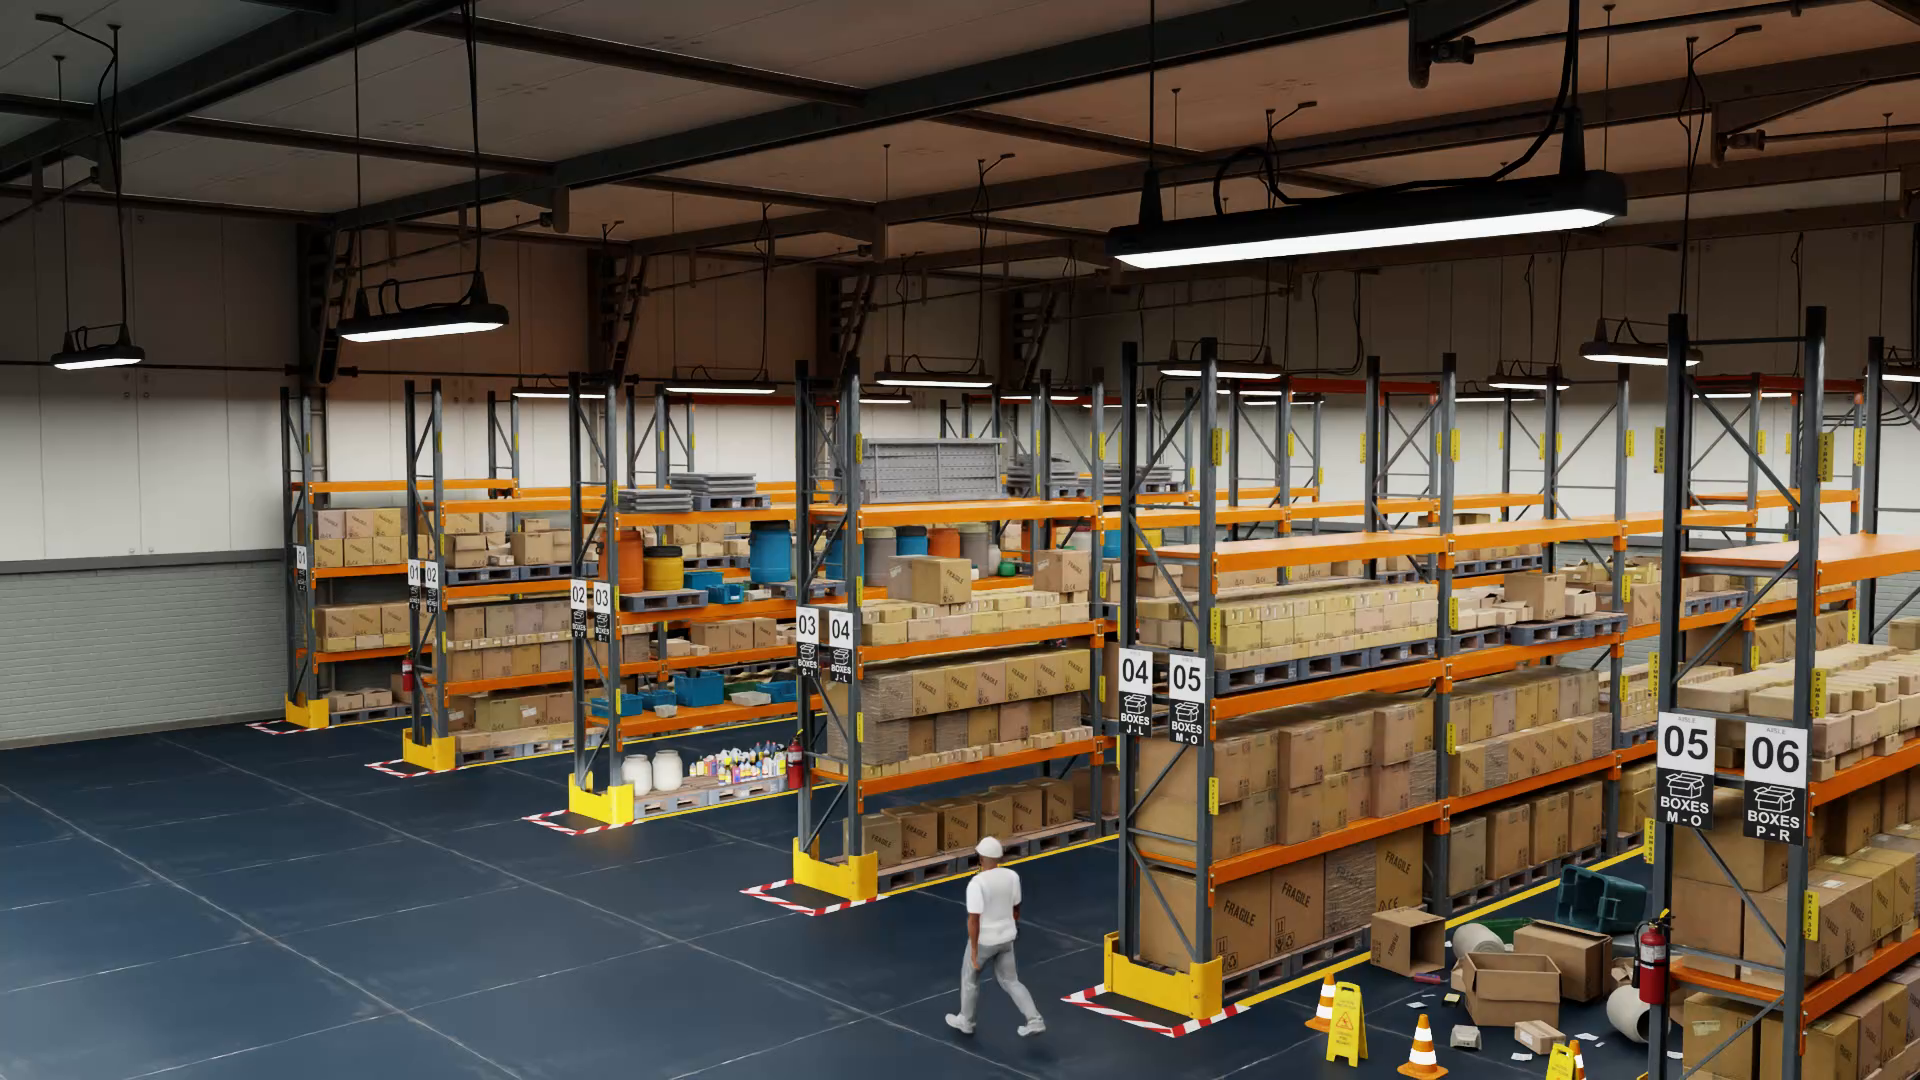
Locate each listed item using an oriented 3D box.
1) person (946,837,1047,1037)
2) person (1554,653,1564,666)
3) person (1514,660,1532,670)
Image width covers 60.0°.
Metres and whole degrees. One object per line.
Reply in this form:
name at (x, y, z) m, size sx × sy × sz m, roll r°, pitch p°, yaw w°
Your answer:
person at (0.284, 3.393, 14.138) m, size 0.570 × 1.731 × 1.019 m, roll -3°, pitch 5°, yaw -43°
person at (11.670, 2.207, 32.521) m, size 0.634 × 1.708 × 0.547 m, roll 2°, pitch 4°, yaw 32°
person at (8.889, 2.636, 26.416) m, size 0.574 × 1.612 × 1.039 m, roll 3°, pitch 5°, yaw 44°
